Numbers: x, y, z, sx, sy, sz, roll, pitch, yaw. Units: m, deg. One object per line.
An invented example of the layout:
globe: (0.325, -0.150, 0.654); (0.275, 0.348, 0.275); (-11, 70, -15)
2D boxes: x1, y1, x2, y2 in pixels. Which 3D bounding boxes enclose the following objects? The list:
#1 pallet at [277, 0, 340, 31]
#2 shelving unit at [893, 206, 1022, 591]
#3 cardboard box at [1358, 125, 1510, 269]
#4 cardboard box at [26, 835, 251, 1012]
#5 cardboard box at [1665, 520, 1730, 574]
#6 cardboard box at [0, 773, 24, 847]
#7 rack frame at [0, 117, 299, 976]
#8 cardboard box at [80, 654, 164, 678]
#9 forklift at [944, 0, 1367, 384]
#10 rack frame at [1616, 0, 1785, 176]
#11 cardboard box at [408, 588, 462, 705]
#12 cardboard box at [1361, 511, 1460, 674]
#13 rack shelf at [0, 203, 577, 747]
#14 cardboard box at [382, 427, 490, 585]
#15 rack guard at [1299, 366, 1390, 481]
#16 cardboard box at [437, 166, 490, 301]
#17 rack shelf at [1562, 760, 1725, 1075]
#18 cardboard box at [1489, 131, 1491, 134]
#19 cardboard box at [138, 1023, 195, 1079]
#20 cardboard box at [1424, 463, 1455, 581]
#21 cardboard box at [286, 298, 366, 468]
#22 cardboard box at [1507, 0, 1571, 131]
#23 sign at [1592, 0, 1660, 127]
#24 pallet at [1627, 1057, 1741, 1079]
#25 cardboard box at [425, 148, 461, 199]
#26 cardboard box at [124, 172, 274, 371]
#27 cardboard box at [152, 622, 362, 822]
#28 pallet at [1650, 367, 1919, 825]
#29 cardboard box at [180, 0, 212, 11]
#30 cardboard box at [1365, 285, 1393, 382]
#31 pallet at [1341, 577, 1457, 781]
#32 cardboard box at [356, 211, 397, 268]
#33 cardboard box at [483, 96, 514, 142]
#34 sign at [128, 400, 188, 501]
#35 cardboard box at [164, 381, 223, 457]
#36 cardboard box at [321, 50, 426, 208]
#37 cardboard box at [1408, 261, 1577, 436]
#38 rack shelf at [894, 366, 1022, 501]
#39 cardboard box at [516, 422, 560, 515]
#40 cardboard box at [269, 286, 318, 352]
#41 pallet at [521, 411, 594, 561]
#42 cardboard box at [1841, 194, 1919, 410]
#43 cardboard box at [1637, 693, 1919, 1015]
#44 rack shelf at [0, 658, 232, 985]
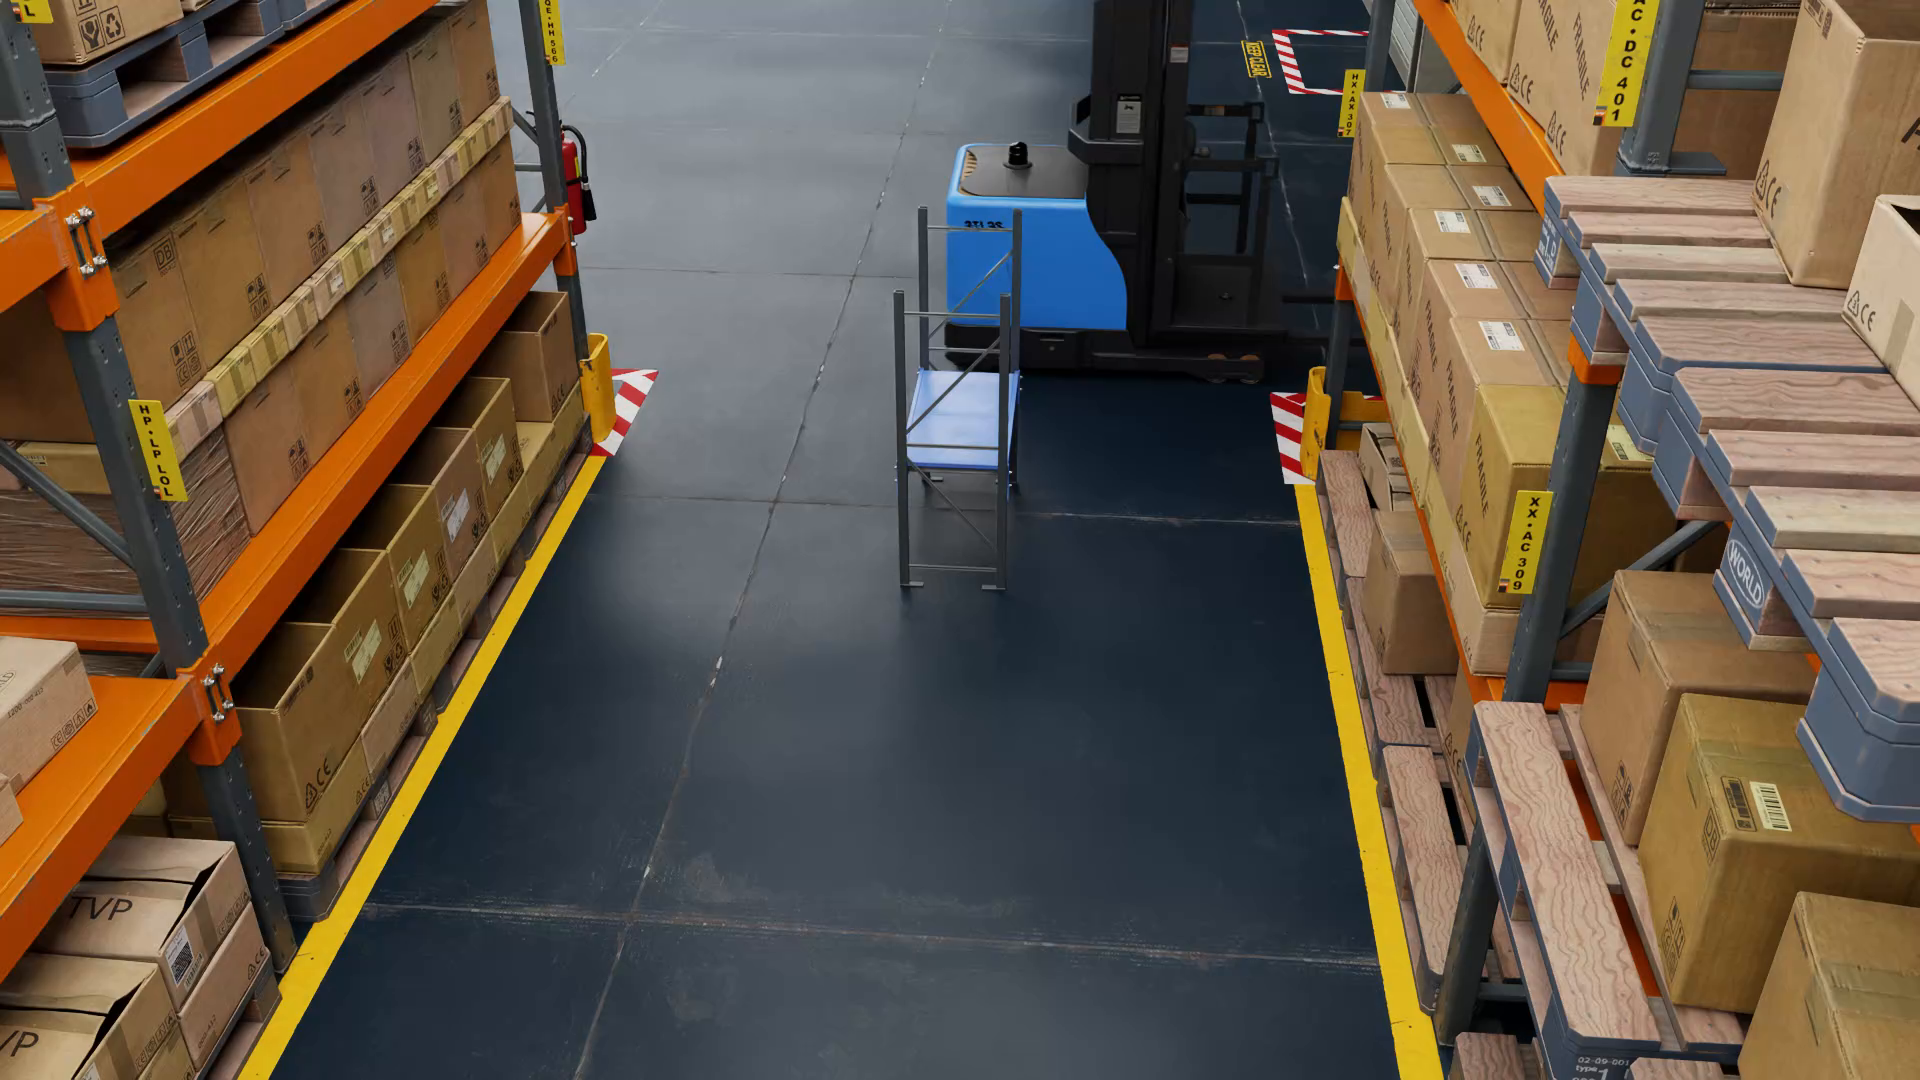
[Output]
pallet: (-2.701, -2.136, 6.082); (1.003, 0.211, 1.213); (2, 32, 4)
shelving unit: (0.007, -0.683, 7.929); (0.538, 1.500, 1.048); (2, 32, 4)
cardboard box: (2.028, -1.464, 7.176); (0.500, 0.500, 0.500); (3, 32, 4)
cardboard box: (-2.594, 1.164, 5.189); (0.500, 0.311, 0.500); (2, 32, 4)
cardboard box: (2.338, -0.104, 4.969); (0.500, 0.500, 0.500); (2, 32, 3)
cardboard box: (-2.735, 0.712, 4.364); (0.396, 0.266, 0.258); (2, 32, 3)
rack frame: (-2.846, 0.187, 5.088); (1.000, 3.000, 0.127); (2, 32, 4)
cardboard box: (-2.974, 0.346, 6.334); (0.500, 0.500, 0.500); (2, 32, 4)
forklift: (1.451, -2.450, 9.433); (3.031, 2.935, 1.130); (2, 32, 4)
rack frame: (2.091, -2.158, 3.174); (1.000, 3.000, 0.127); (2, 32, 4)
cardboard box: (-2.415, 0.427, 6.919); (0.500, 0.250, 0.500); (2, 32, 4)
cardboard box: (2.115, 0.219, 6.999); (0.700, 0.500, 0.500); (1, 32, 1)
rack shelf: (-2.684, -0.553, 6.974); (1.077, 0.370, 4.000); (2, 32, 4)
cardboard box: (-2.377, -0.154, 7.147); (0.500, 0.500, 0.500); (2, 32, 4)
rack guard: (2.411, -0.591, 8.733); (1.175, 0.500, 0.348); (2, 32, 4)
cardboard box: (-2.610, -1.429, 7.615); (0.700, 0.500, 0.500); (3, 32, 5)
rack shelf: (1.928, 1.748, 3.239); (1.077, 0.370, 4.000); (2, 32, 4)
cardboard box: (2.590, -1.704, 7.564); (0.500, 0.500, 0.500); (2, 32, 3)
cardboard box: (-2.634, 1.672, 4.898); (0.500, 0.250, 0.500); (2, 32, 3)
cardboard box: (1.876, -0.069, 5.627); (0.500, 0.250, 0.500); (3, 32, 4)
cardboard box: (-2.735, -0.626, 6.312); (0.700, 0.500, 0.500); (3, 32, 5)
cardboard box: (1.940, -1.470, 4.803); (0.500, 0.500, 0.500); (0, 32, 0)
sign: (1.550, -1.120, 3.856); (0.100, 0.325, 0.005); (2, 32, 4)
pallet: (1.886, 1.533, 3.087); (1.003, 0.211, 1.213); (2, 32, 4)
cardboard box: (-2.425, -1.614, 7.296); (0.380, 0.149, 0.250); (3, 32, 5)
cardboard box: (-2.777, -0.905, 5.527); (0.700, 0.500, 0.500); (2, 32, 4)
cardboard box: (-2.497, 0.630, 5.874); (0.500, 0.500, 0.500); (2, 32, 4)
pallet: (1.853, 0.060, 2.613); (1.213, 0.211, 1.003); (2, 32, 4)
cardboard box: (-2.499, -1.825, 5.045); (0.500, 0.311, 0.500); (1, 32, 1)
cardboard box: (1.985, -0.860, 6.910); (0.500, 0.250, 0.500); (2, 32, 3)
pallet: (2.207, 0.591, 7.090); (1.003, 0.211, 1.213); (2, 32, 4)
cardboard box: (-2.486, -1.205, 6.632); (0.380, 0.149, 0.250); (2, 32, 3)
cardboard box: (-2.362, -2.016, 7.948); (0.380, 0.149, 0.250); (2, 32, 3)
sign: (-2.305, -0.254, 4.776); (0.100, 0.325, 0.005); (2, 32, 4)
cardboard box: (-2.611, -0.395, 5.319); (0.380, 0.149, 0.250); (3, 32, 5)
cardboard box: (-2.653, -1.690, 6.801); (0.700, 0.500, 0.500); (3, 32, 4)
cardboard box: (1.908, -0.652, 5.858); (0.500, 0.500, 0.500); (2, 32, 3)
rack shelf: (0.007, -0.530, 8.023); (0.538, 0.185, 1.000); (2, 32, 4)
cardboard box: (-2.299, -0.358, 8.193); (0.500, 0.250, 0.500); (2, 32, 4)
cardboard box: (-2.549, -0.798, 5.973); (0.380, 0.149, 0.250); (1, 32, 2)
pallet: (-2.541, -0.316, 8.562); (1.003, 0.211, 1.213); (2, 32, 4)
cardboard box: (1.917, -0.417, 2.893); (0.500, 0.311, 0.500); (3, 32, 6)
cardboard box: (1.963, 0.723, 3.703); (0.700, 0.500, 0.500); (6, 32, 9)
rack shelf: (-3.009, 1.539, 3.580); (1.077, 0.370, 4.000); (2, 32, 4)
